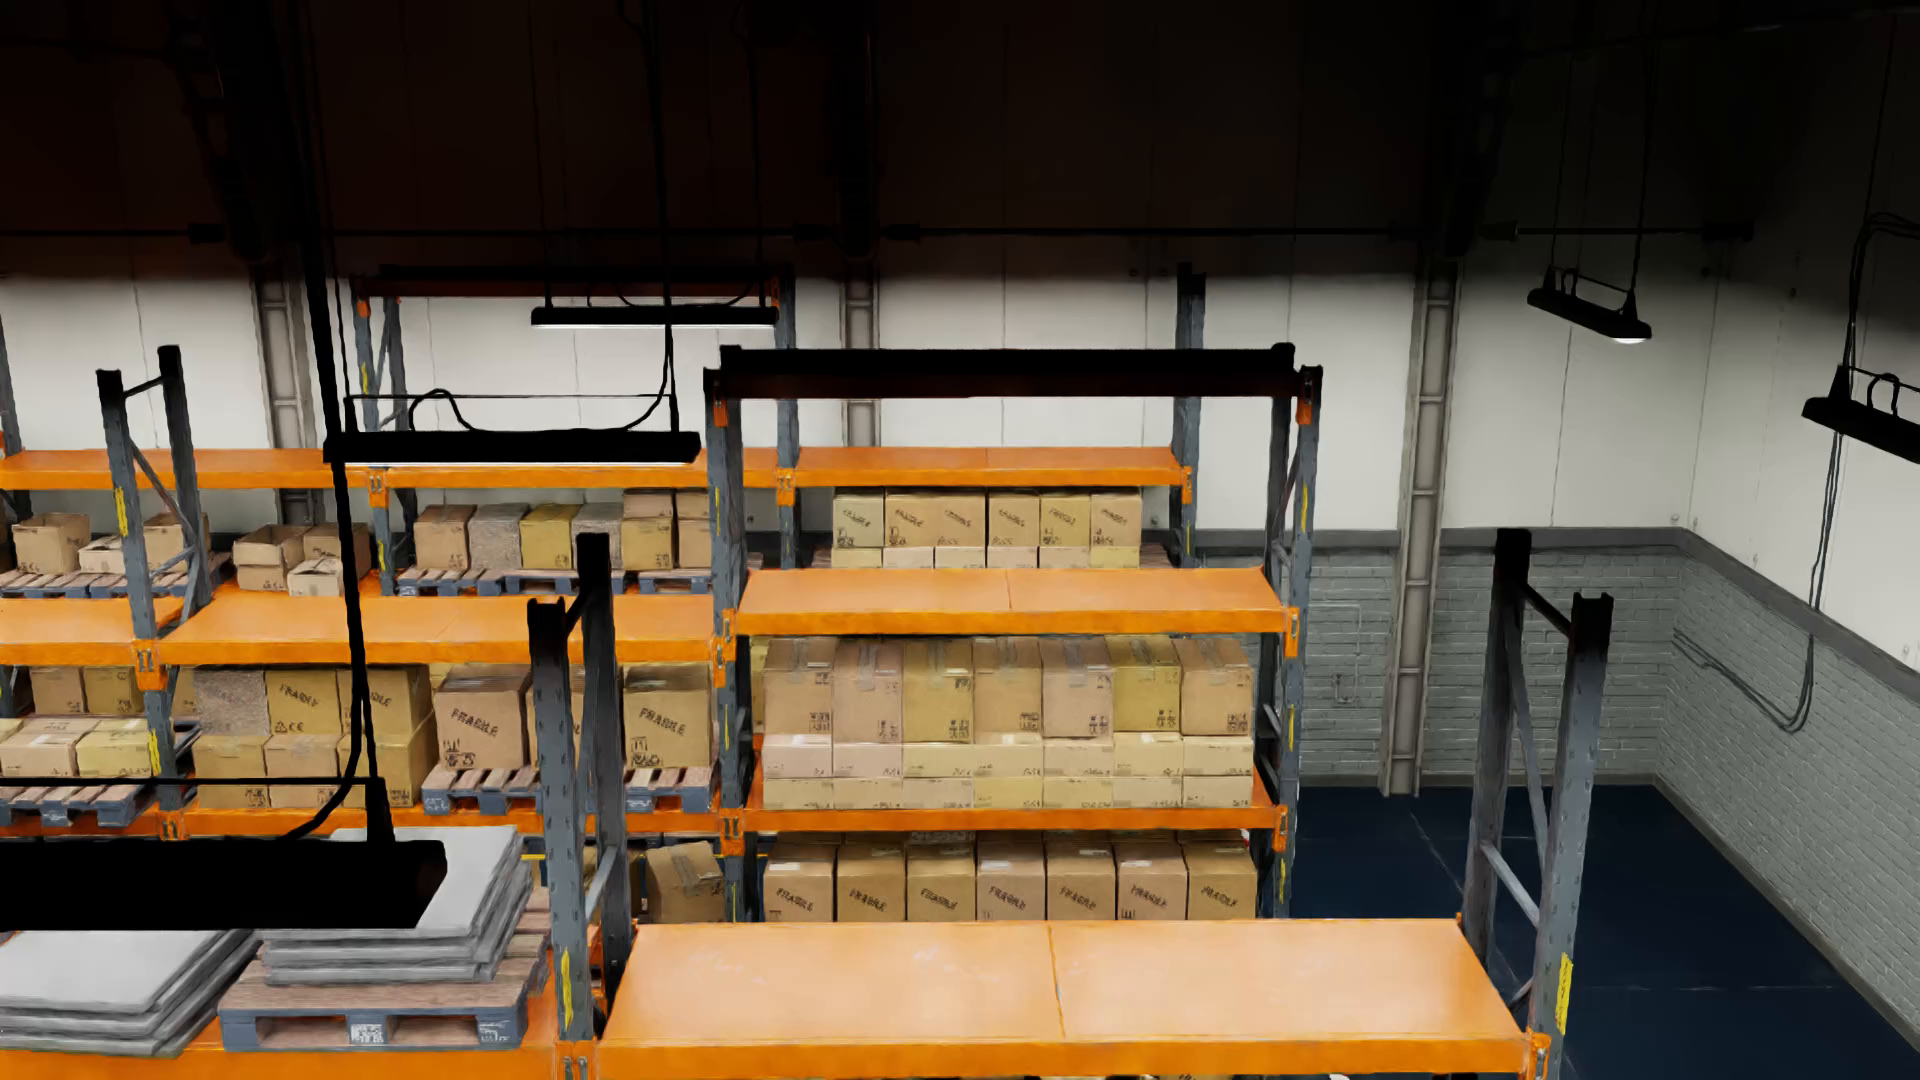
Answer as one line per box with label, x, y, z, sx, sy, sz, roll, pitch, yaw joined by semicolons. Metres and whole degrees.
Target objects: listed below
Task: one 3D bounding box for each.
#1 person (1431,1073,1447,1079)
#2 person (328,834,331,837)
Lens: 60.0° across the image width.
person;3.346;4.121;11.207;0.548;1.671;0.702;-1;16;-2
person;-5.315;3.077;14.827;0.862;1.672;0.553;0;16;-2
